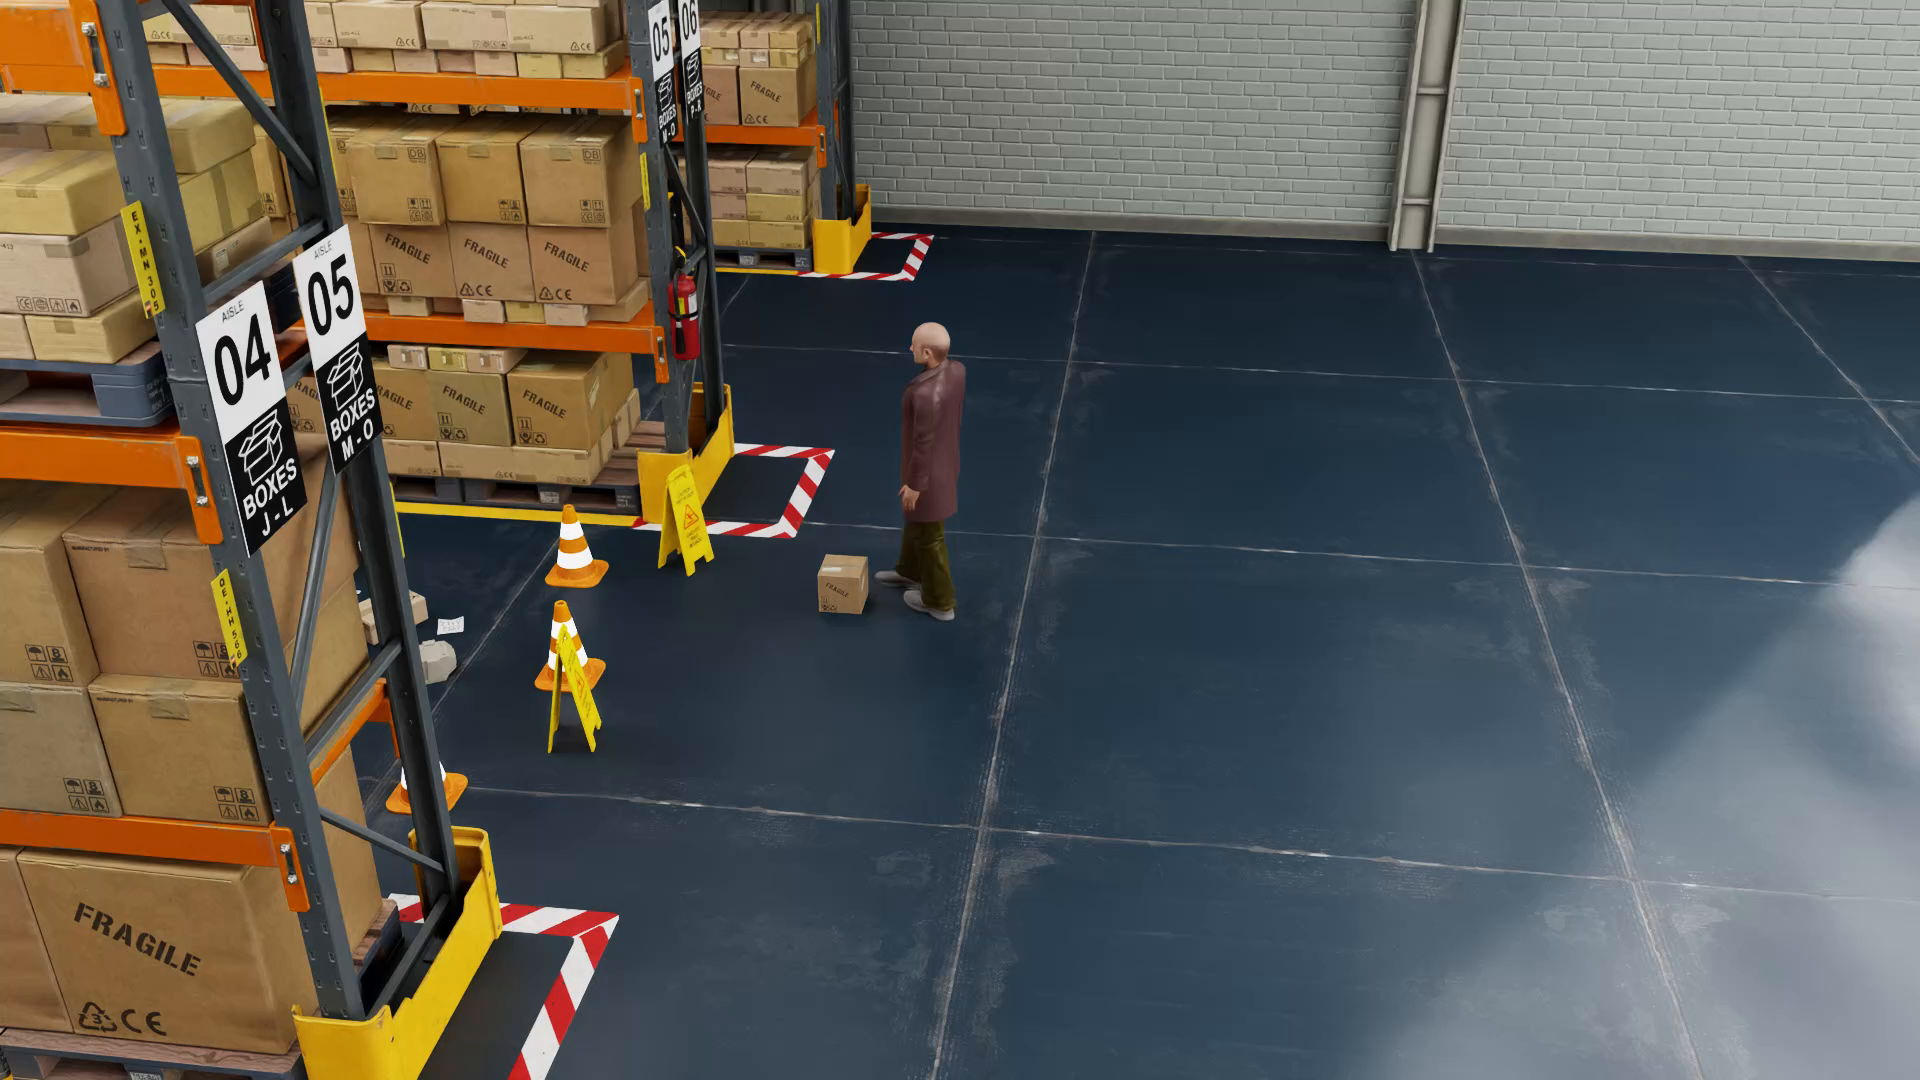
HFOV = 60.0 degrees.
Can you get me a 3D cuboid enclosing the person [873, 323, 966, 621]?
[{"bbox_3d":[-0.291,-0.410,9.401,0.631,1.785,0.591,9,29,17],"label":"person"}]
